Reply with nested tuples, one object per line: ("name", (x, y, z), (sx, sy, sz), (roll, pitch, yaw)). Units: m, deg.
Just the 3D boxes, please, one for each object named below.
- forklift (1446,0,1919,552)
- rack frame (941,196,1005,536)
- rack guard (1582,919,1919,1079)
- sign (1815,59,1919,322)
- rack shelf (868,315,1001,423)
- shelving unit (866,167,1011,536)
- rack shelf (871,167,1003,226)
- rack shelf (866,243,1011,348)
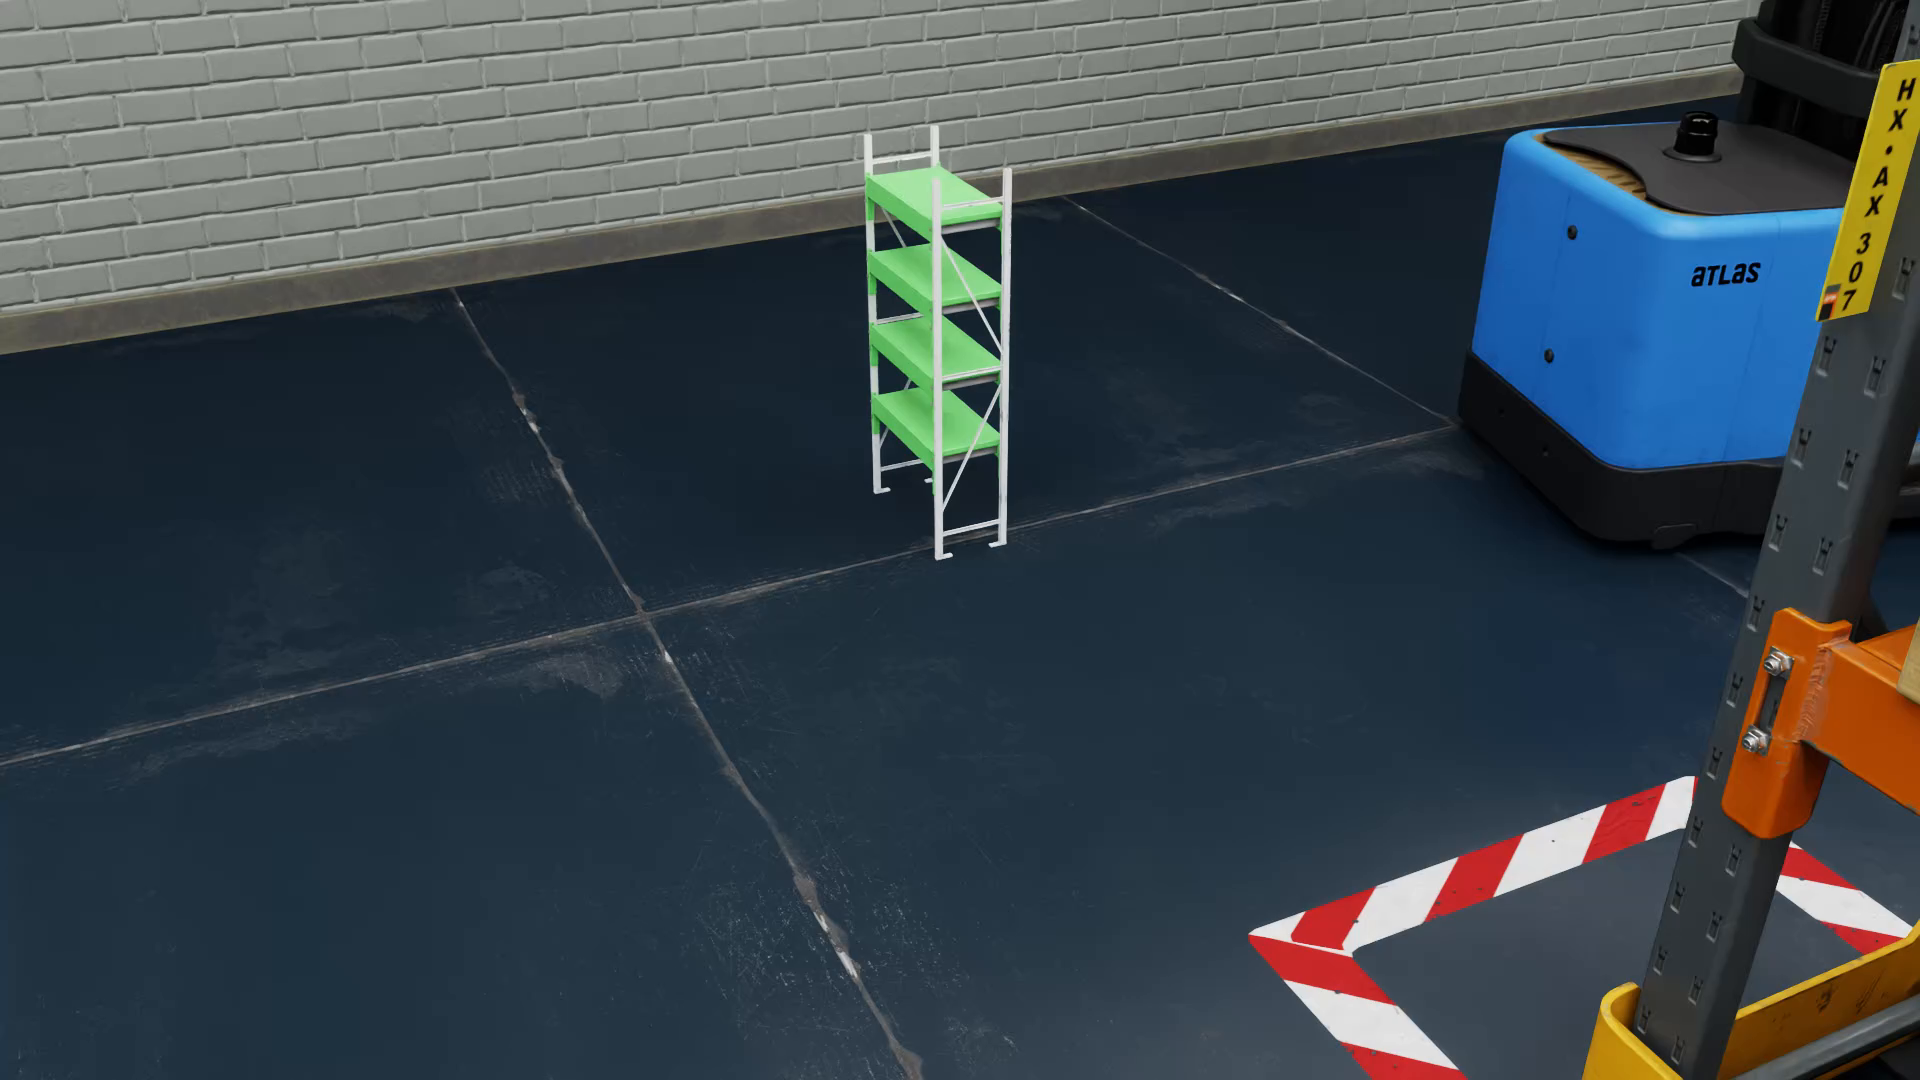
("forklift", (3.295, -1.589, 5.088), (3.031, 2.935, 1.130), (-5, 30, -10))
("rack frame", (0.034, -0.489, 4.895), (0.228, 1.046, 0.006), (-13, 32, -22))
("rack guard", (1.663, 0.956, 3.033), (1.175, 0.500, 0.348), (-13, 32, -22))
("sign", (1.140, -0.431, 2.067), (0.100, 0.325, 0.005), (-13, 32, -22))
("rack shelf", (-0.071, -0.541, 5.118), (0.258, 0.148, 0.480), (-13, 32, -22))
("shelving unit", (-0.070, -0.595, 5.084), (0.258, 1.046, 0.487), (-13, 32, -22))
("rack shelf", (-0.071, -1.006, 4.857), (0.221, 0.021, 0.457), (-13, 32, -22))
("rack shelf", (-0.071, -0.750, 5.001), (0.258, 0.148, 0.480), (-13, 32, -22))
